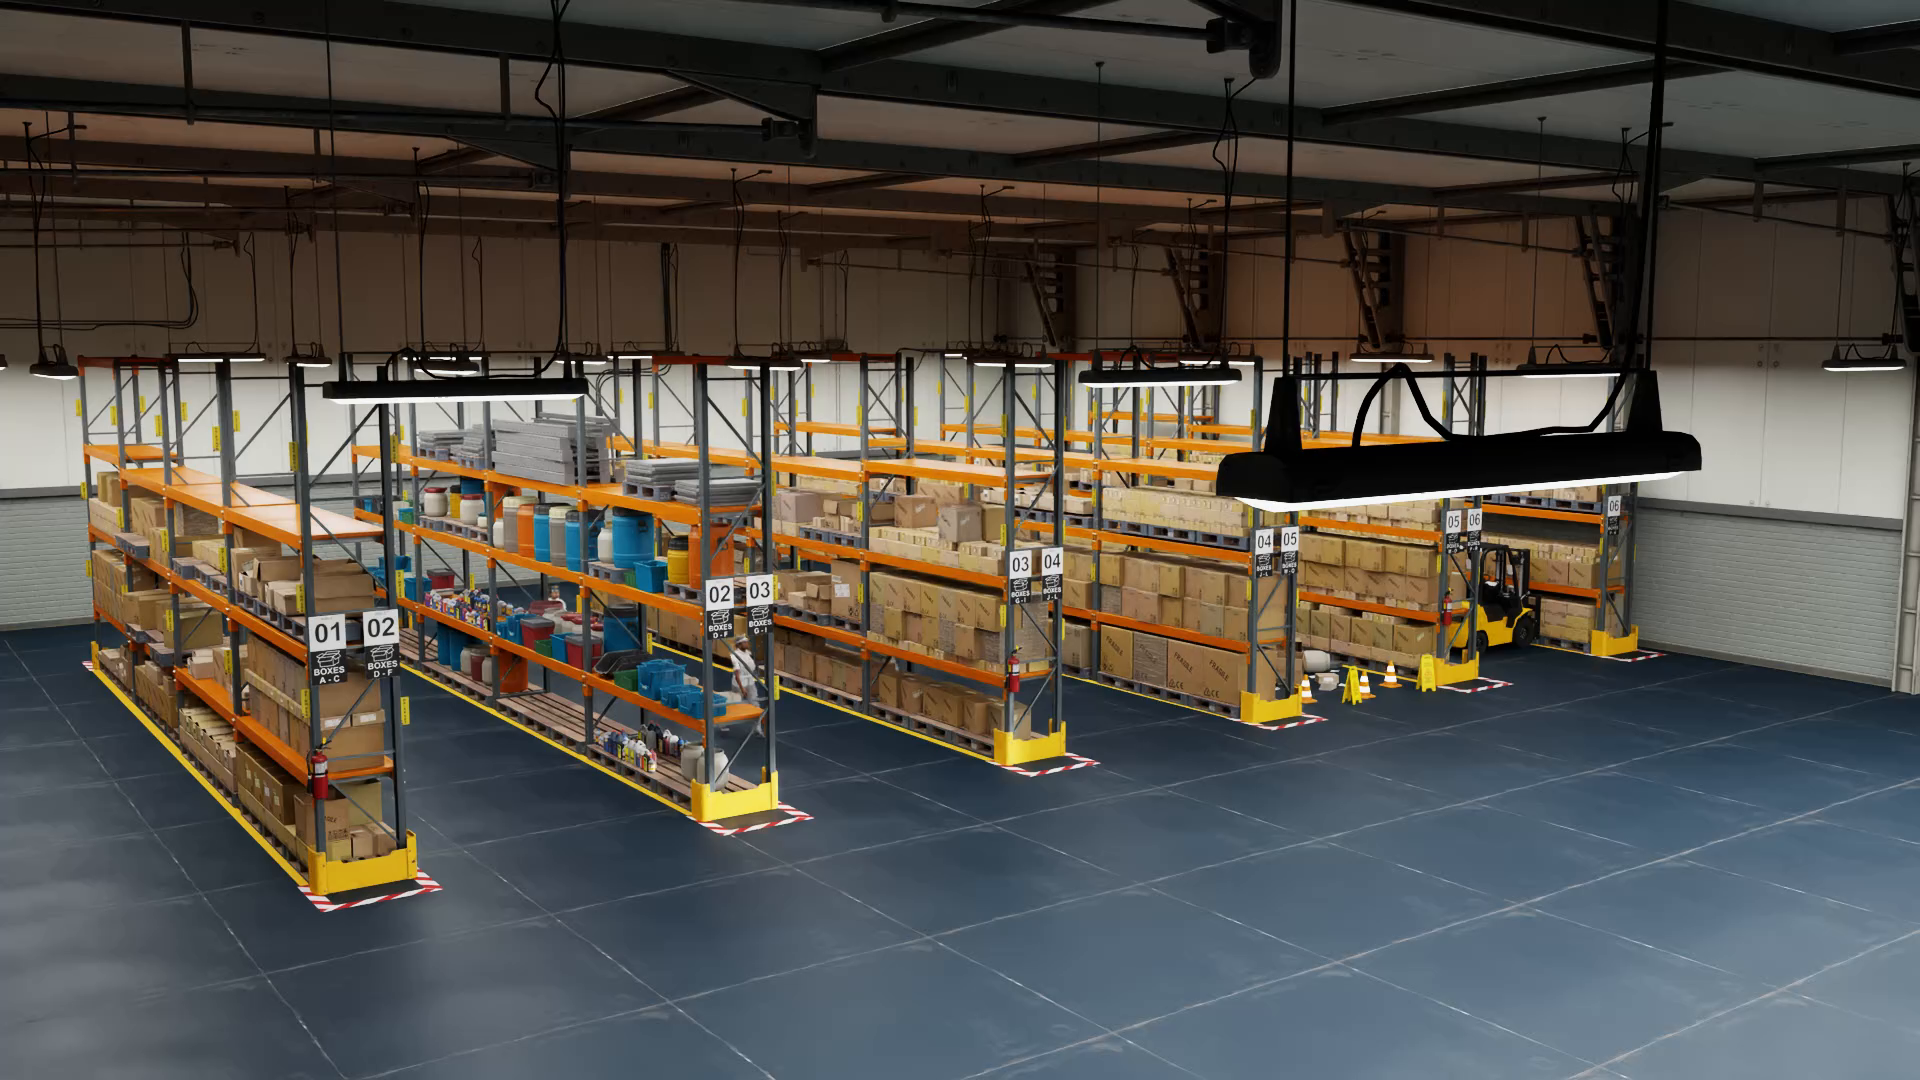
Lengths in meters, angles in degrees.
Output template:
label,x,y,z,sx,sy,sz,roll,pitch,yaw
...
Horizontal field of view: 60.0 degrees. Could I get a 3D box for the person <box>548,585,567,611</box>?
label,x,y,z,sx,sy,sz,roll,pitch,yaw
person,-7.670,1.659,31.668,0.529,1.621,1.022,-7,10,-44

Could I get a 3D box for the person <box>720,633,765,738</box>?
label,x,y,z,sx,sy,sz,roll,pitch,yaw
person,-3.451,2.293,26.421,0.984,1.646,0.428,7,10,44

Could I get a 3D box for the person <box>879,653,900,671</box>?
label,x,y,z,sx,sy,sz,roll,pitch,yaw
person,-1.274,1.647,31.374,0.569,1.711,1.087,-6,9,-40
